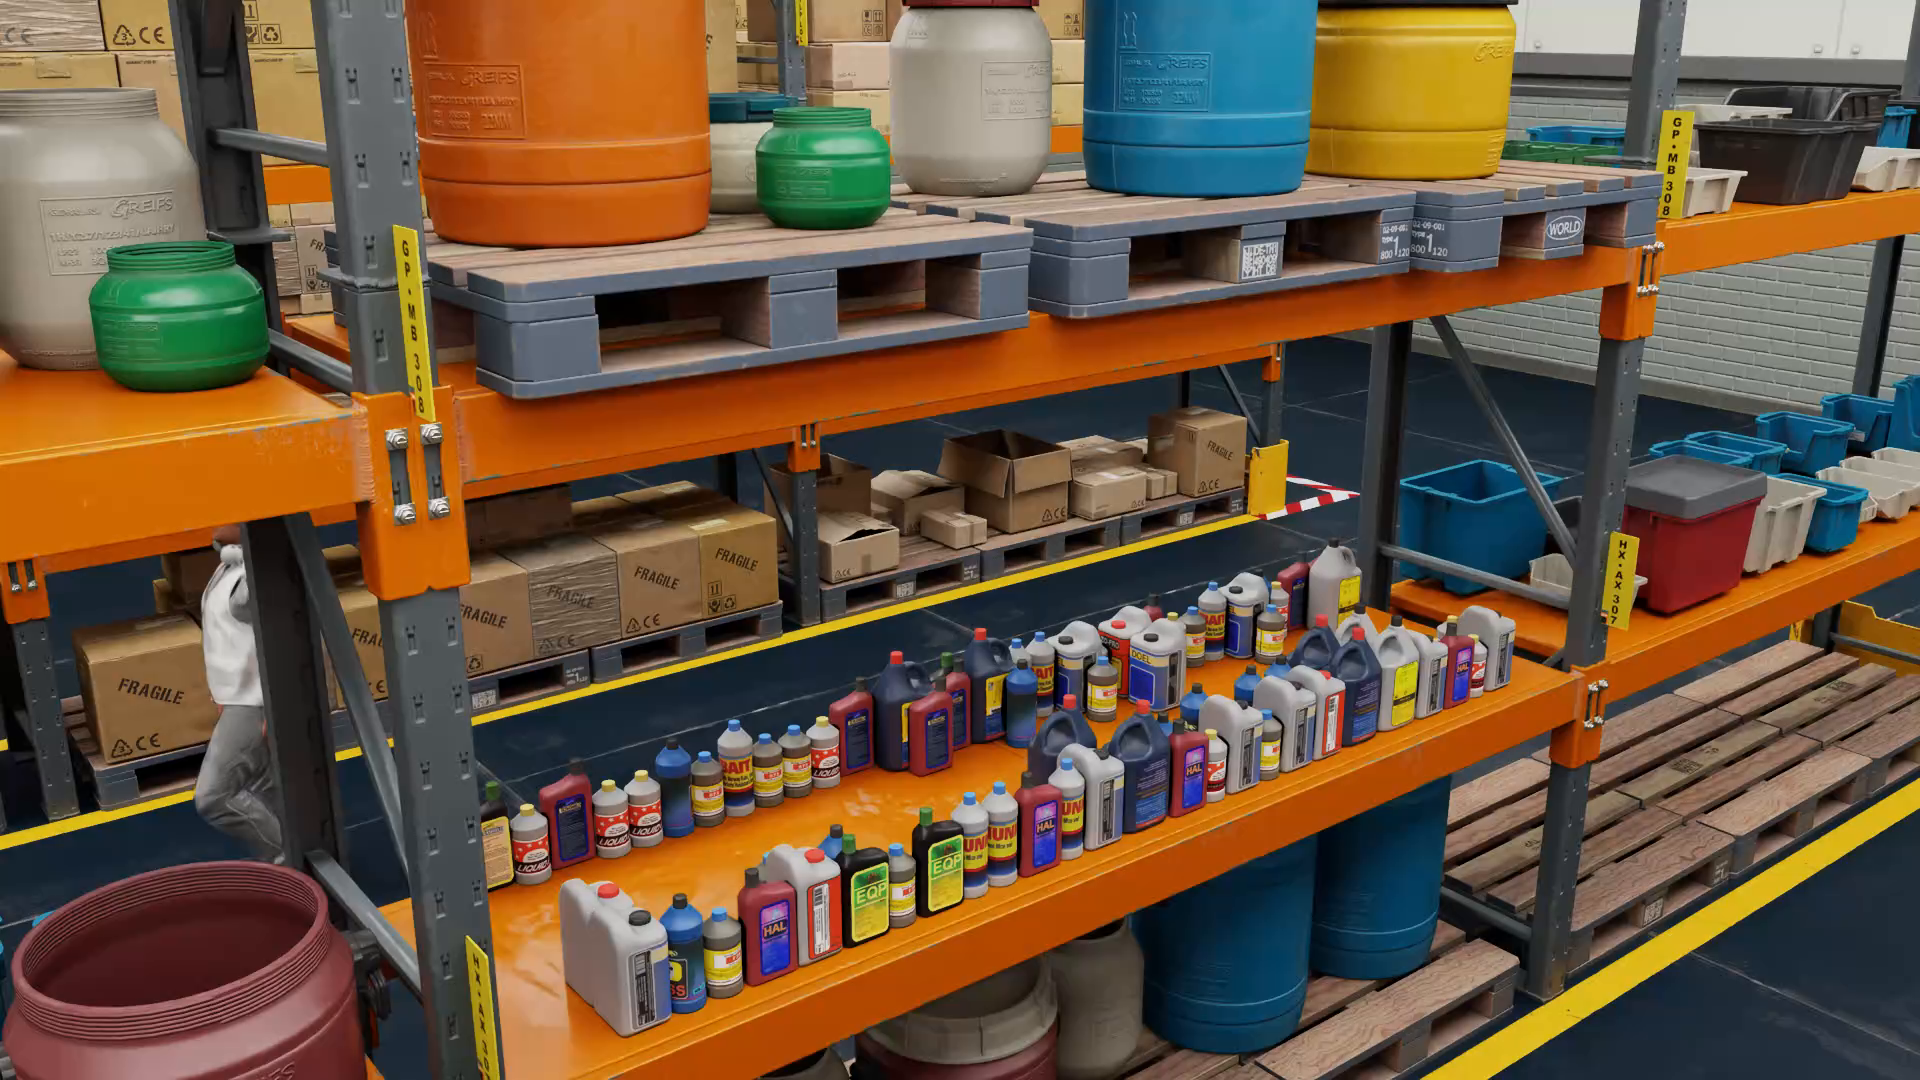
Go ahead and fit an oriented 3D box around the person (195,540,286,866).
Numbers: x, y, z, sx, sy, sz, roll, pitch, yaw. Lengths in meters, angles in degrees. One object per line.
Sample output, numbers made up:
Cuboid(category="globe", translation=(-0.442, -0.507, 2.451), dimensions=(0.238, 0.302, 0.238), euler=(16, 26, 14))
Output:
Cuboid(category="person", translation=(-2.805, 0.680, 6.550), dimensions=(0.477, 1.474, 0.450), euler=(-9, 20, -27))
